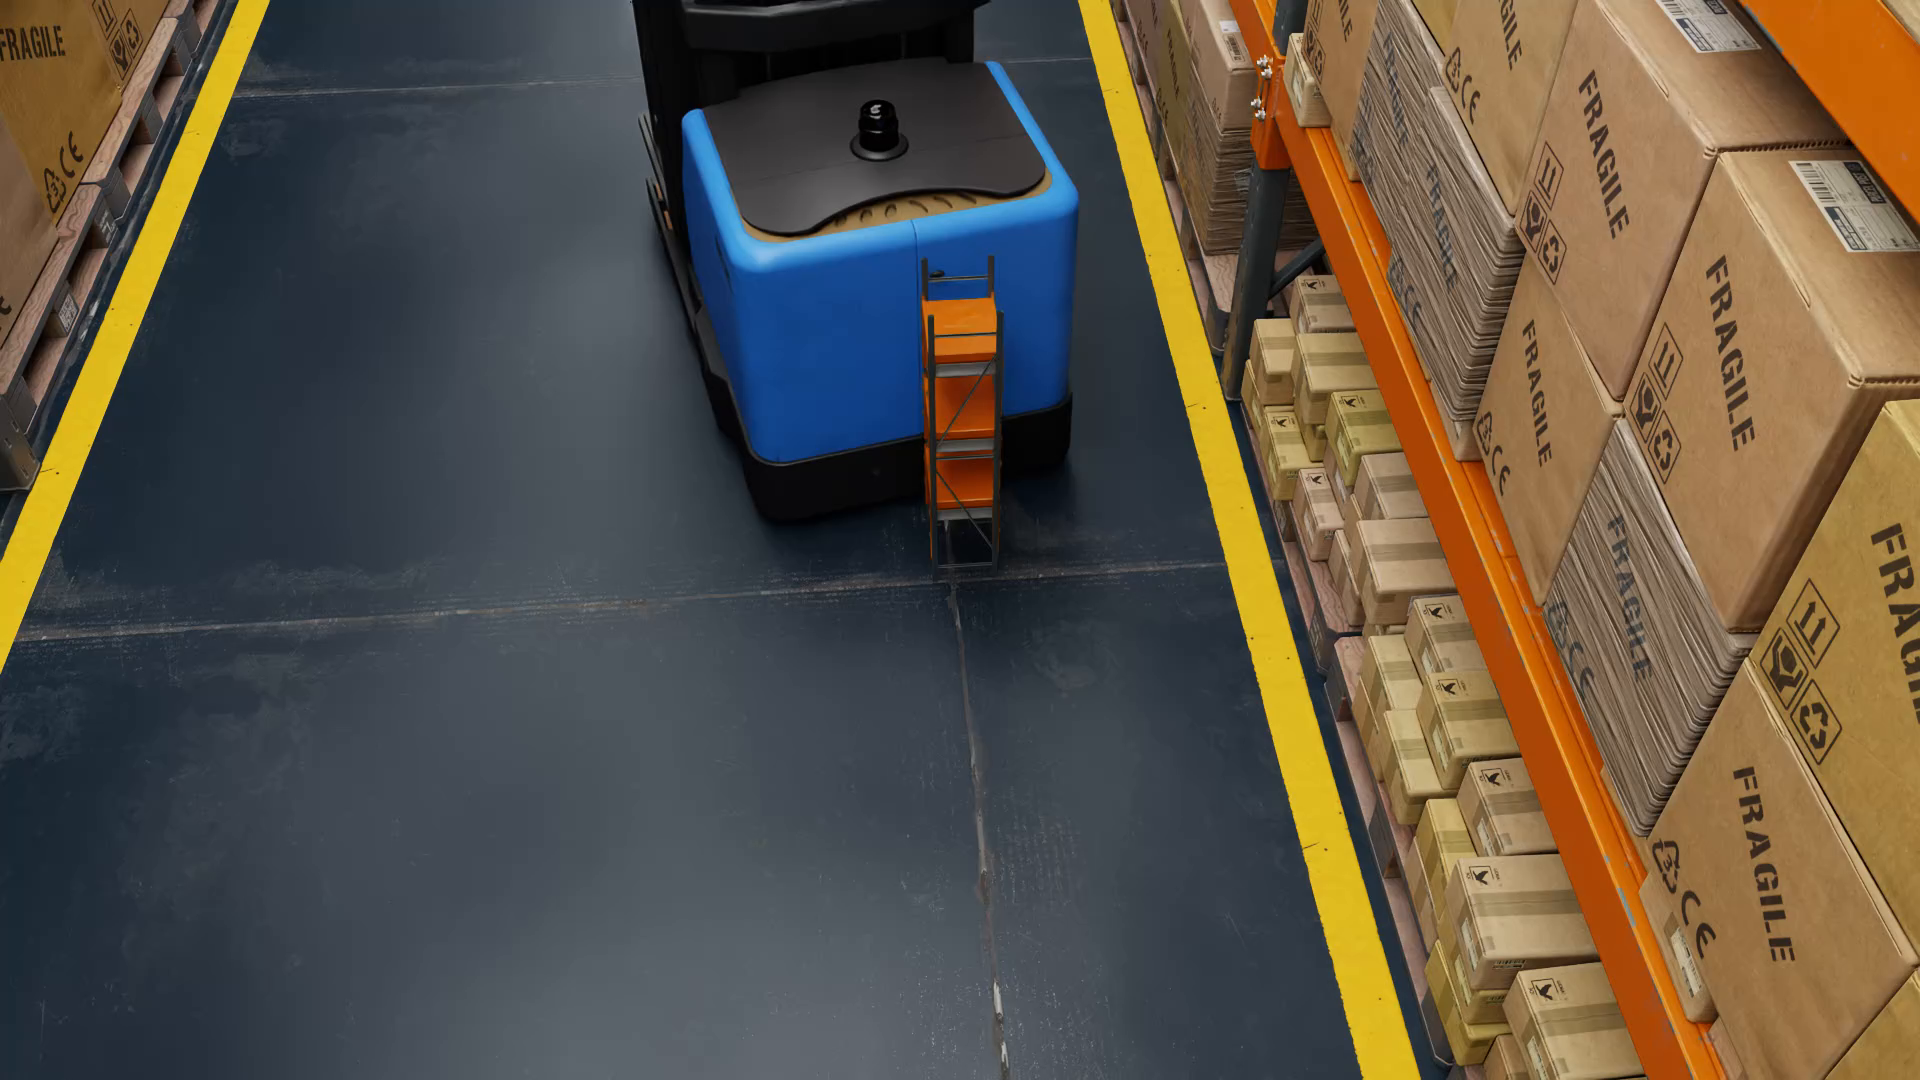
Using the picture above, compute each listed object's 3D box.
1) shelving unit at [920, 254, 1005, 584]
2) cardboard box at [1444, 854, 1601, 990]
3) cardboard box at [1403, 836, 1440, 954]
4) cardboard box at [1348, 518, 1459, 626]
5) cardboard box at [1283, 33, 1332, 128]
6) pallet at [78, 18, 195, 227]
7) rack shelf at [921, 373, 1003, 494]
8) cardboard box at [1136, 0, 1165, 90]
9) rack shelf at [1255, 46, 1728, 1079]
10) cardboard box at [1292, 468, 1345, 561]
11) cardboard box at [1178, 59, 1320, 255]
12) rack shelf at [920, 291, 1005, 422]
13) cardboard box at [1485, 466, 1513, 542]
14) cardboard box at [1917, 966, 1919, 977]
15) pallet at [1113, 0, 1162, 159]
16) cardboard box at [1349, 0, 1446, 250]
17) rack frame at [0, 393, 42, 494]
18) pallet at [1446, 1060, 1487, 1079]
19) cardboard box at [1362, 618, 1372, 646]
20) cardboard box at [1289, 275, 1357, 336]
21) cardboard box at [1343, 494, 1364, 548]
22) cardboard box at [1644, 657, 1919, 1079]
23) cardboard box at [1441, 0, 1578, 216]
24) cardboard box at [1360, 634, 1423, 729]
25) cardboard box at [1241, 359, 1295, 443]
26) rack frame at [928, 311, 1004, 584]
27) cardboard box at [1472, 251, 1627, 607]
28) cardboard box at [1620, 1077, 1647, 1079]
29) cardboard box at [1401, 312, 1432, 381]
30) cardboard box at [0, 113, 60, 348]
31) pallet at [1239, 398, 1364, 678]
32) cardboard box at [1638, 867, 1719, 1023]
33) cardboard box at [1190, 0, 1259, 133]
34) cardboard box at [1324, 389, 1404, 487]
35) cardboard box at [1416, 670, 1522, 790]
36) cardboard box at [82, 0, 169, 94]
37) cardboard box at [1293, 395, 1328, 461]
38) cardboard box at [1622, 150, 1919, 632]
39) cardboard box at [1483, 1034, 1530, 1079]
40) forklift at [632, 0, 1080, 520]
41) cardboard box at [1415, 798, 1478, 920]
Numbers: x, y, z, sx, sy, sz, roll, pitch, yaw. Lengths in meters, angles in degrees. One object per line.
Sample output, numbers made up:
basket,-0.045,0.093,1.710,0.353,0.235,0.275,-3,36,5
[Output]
shelving unit,0.004,-0.322,4.832,0.215,1.050,0.252,-3,47,-3
cardboard box,1.295,0.836,3.657,0.380,0.149,0.250,-2,47,-2
cardboard box,1.309,0.853,4.050,0.380,0.149,0.250,-3,47,-3
cardboard box,1.247,0.078,4.375,0.380,0.149,0.250,-3,47,-2
cardboard box,1.103,-1.264,4.554,0.380,0.149,0.250,-2,47,-2
pallet,-3.764,-1.680,6.696,1.003,0.211,1.213,-3,47,-3
rack shelf,0.004,-0.315,4.840,0.215,0.259,0.240,-3,47,-3
cardboard box,1.011,-2.122,6.627,0.500,0.500,0.500,-4,47,-4
rack shelf,1.573,0.120,3.566,1.077,0.370,4.000,-3,47,-3
cardboard box,1.211,-0.087,4.940,0.380,0.149,0.250,-4,47,-3
cardboard box,1.092,-1.380,5.923,0.500,0.500,0.500,-4,47,-4
rack shelf,0.004,-0.510,4.634,0.215,0.259,0.240,-3,47,-3
cardboard box,1.330,-0.123,3.473,0.380,0.149,0.250,-2,47,-2
cardboard box,1.454,0.523,1.727,0.500,0.500,0.500,-4,47,-4
pallet,1.234,-2.064,7.059,1.003,0.211,1.213,-3,47,-3
cardboard box,1.244,-0.980,3.839,0.500,0.500,0.500,-3,47,-3
rack frame,-3.519,-1.201,4.321,1.000,3.000,0.127,-3,47,-3
pallet,1.701,1.633,3.558,1.003,0.211,1.213,-3,47,-3
cardboard box,1.339,0.286,4.587,0.380,0.149,0.250,-5,47,-5
cardboard box,1.228,-0.682,5.094,0.380,0.149,0.250,-2,47,-2
cardboard box,1.304,-0.012,4.665,0.380,0.149,0.250,-6,47,-5
cardboard box,1.408,0.500,2.437,0.500,0.500,0.500,-4,47,-4
cardboard box,1.270,-0.973,3.144,0.500,0.500,0.500,-3,47,-3
cardboard box,1.261,0.375,4.299,0.380,0.149,0.250,-4,47,-4
cardboard box,1.116,-0.456,5.290,0.380,0.149,0.250,-5,47,-5
rack frame,0.015,-0.234,4.749,0.200,1.050,0.008,-3,47,-3
cardboard box,1.325,-0.227,3.126,0.500,0.500,0.500,-1,47,-1
cardboard box,1.331,1.218,3.295,0.380,0.149,0.250,-4,47,-4
cardboard box,1.246,-0.508,3.838,0.380,0.149,0.250,-3,47,-3
cardboard box,-3.650,-1.058,5.360,0.875,0.875,0.875,-2,47,-2
pallet,1.497,-0.132,5.230,1.003,0.211,1.213,-3,47,-3
cardboard box,1.367,0.641,2.750,0.380,0.149,0.250,-2,47,-2
cardboard box,1.091,-1.641,5.654,0.500,0.250,0.500,-5,47,-4
cardboard box,1.262,-0.299,4.731,0.380,0.149,0.250,-4,47,-4
cardboard box,1.333,0.451,4.022,0.380,0.149,0.250,-3,47,-3
cardboard box,-3.808,-2.358,6.592,0.875,0.875,0.875,-3,47,-3
cardboard box,1.228,-0.382,5.015,0.380,0.149,0.250,-3,47,-3
cardboard box,1.359,-0.219,2.429,0.500,0.500,0.500,-1,47,-1
cardboard box,1.396,1.233,3.691,0.380,0.149,0.250,-3,47,-3
forklift,-0.562,-2.163,5.279,1.130,2.935,3.031,-13,48,-12
cardboard box,1.307,0.752,3.941,0.380,0.149,0.250,-1,47,-1
